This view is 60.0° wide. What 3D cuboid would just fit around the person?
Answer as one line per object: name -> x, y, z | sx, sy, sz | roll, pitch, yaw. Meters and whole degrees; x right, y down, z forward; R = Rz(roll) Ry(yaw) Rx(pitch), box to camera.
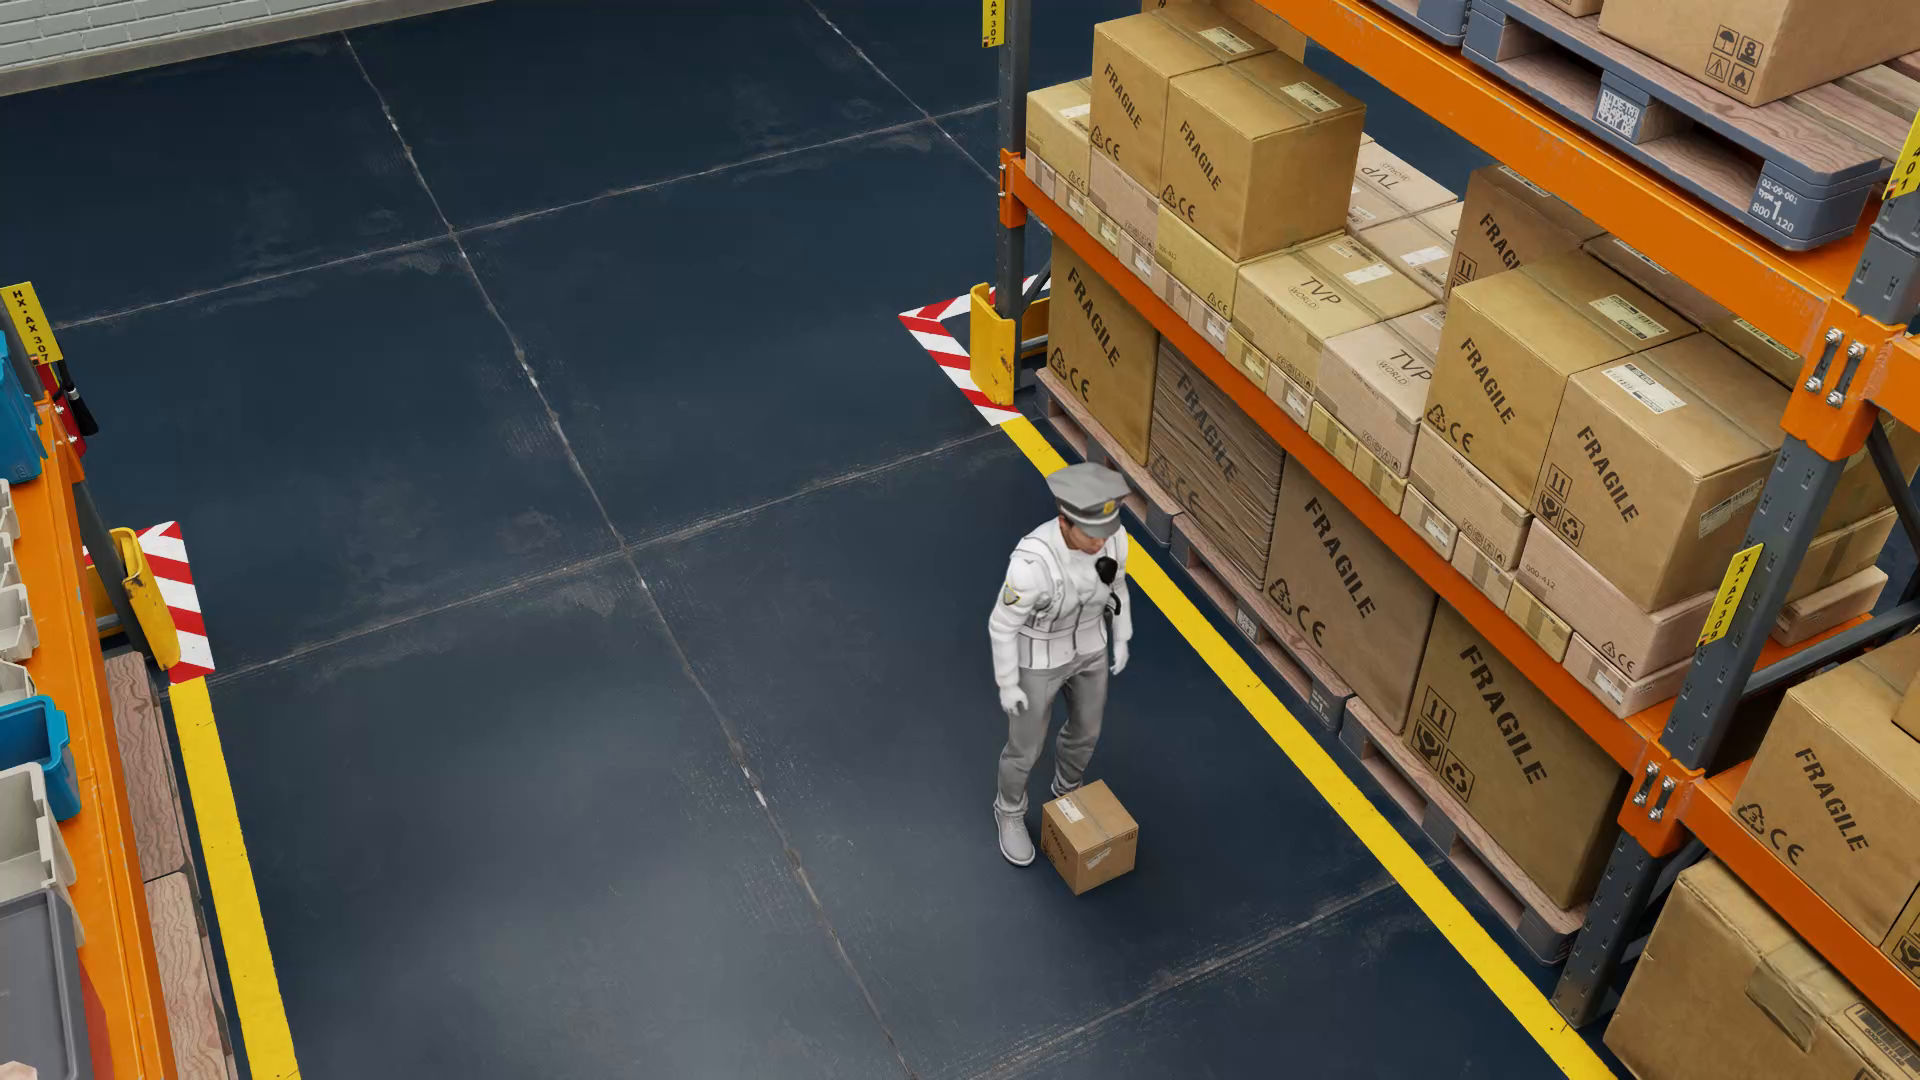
person -> 0.352, 0.408, 5.695 | 0.536, 1.662, 0.378 | -20, 45, -21
